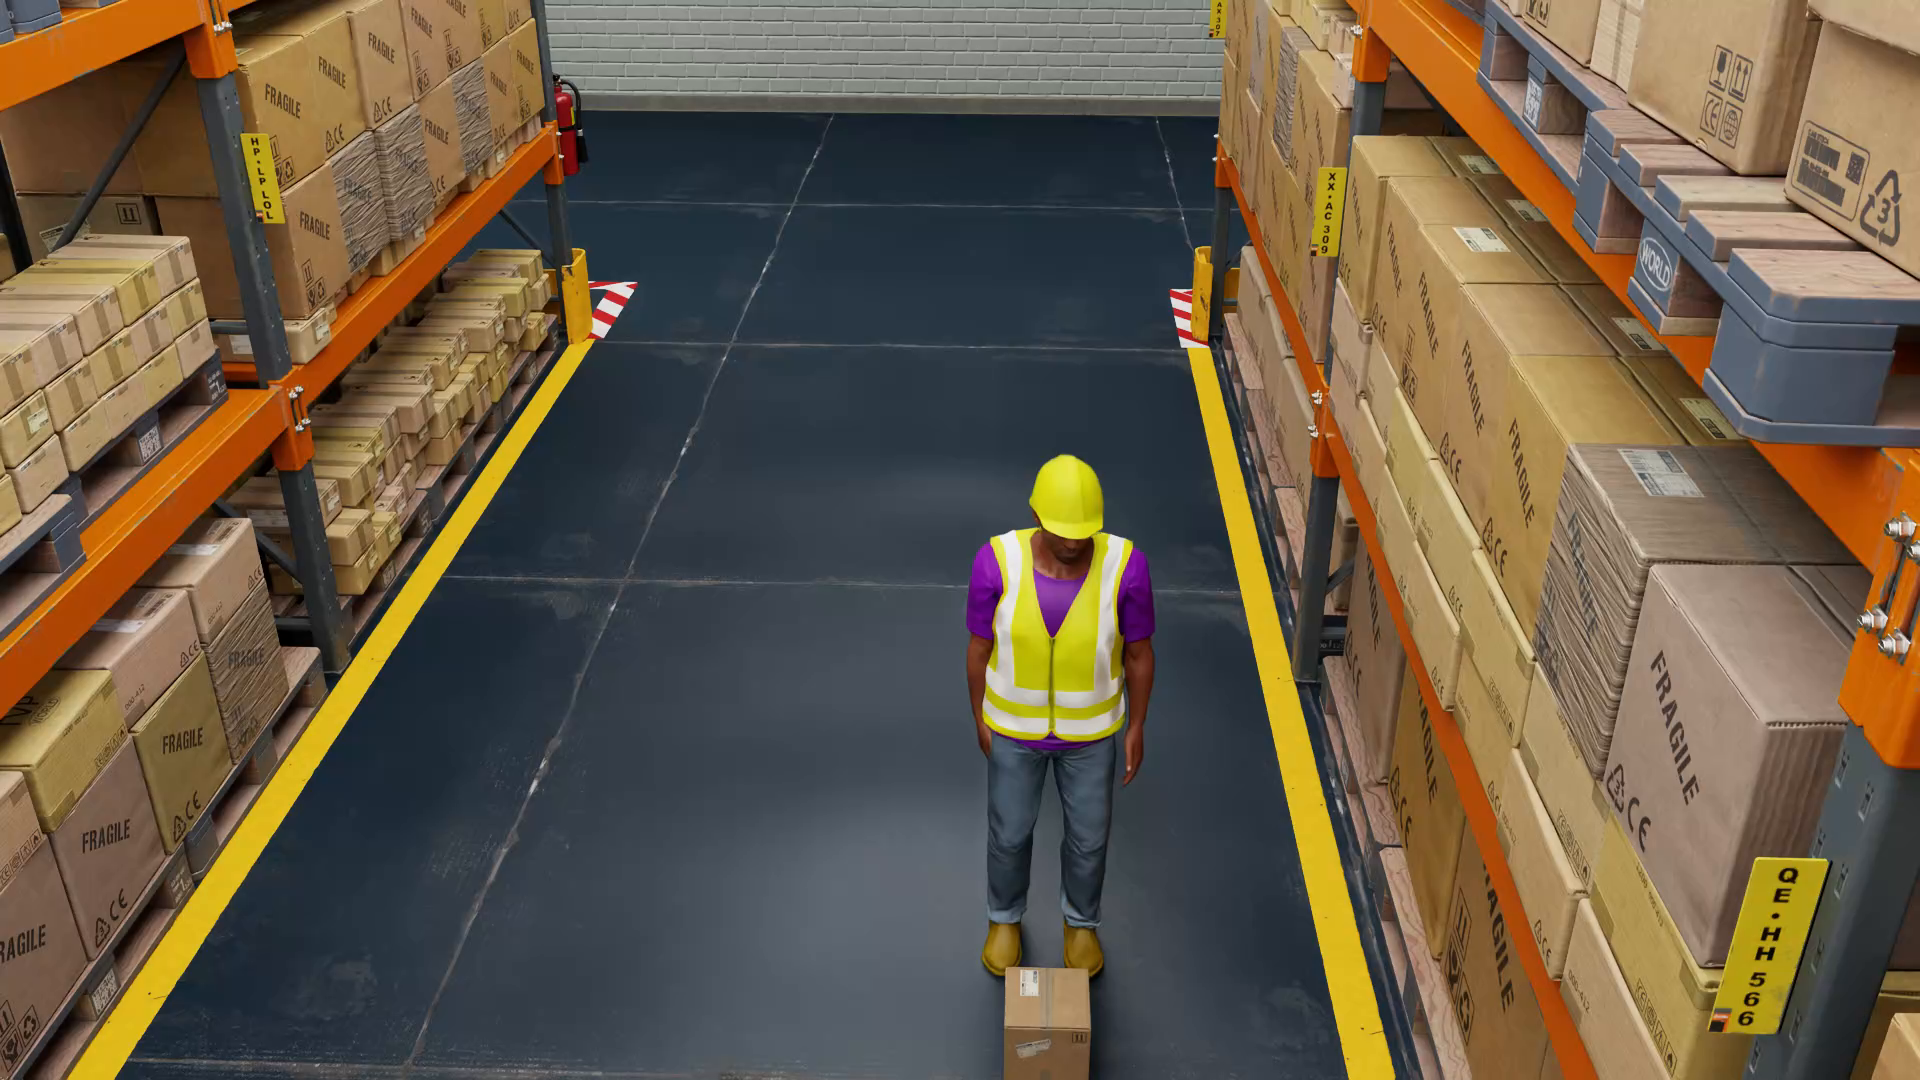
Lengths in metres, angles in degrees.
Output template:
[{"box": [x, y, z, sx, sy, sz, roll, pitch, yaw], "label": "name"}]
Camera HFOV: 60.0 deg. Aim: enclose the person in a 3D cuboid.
[{"box": [0.297, 0.553, 5.057, 0.567, 1.768, 0.366, 2, 28, 3], "label": "person"}]
